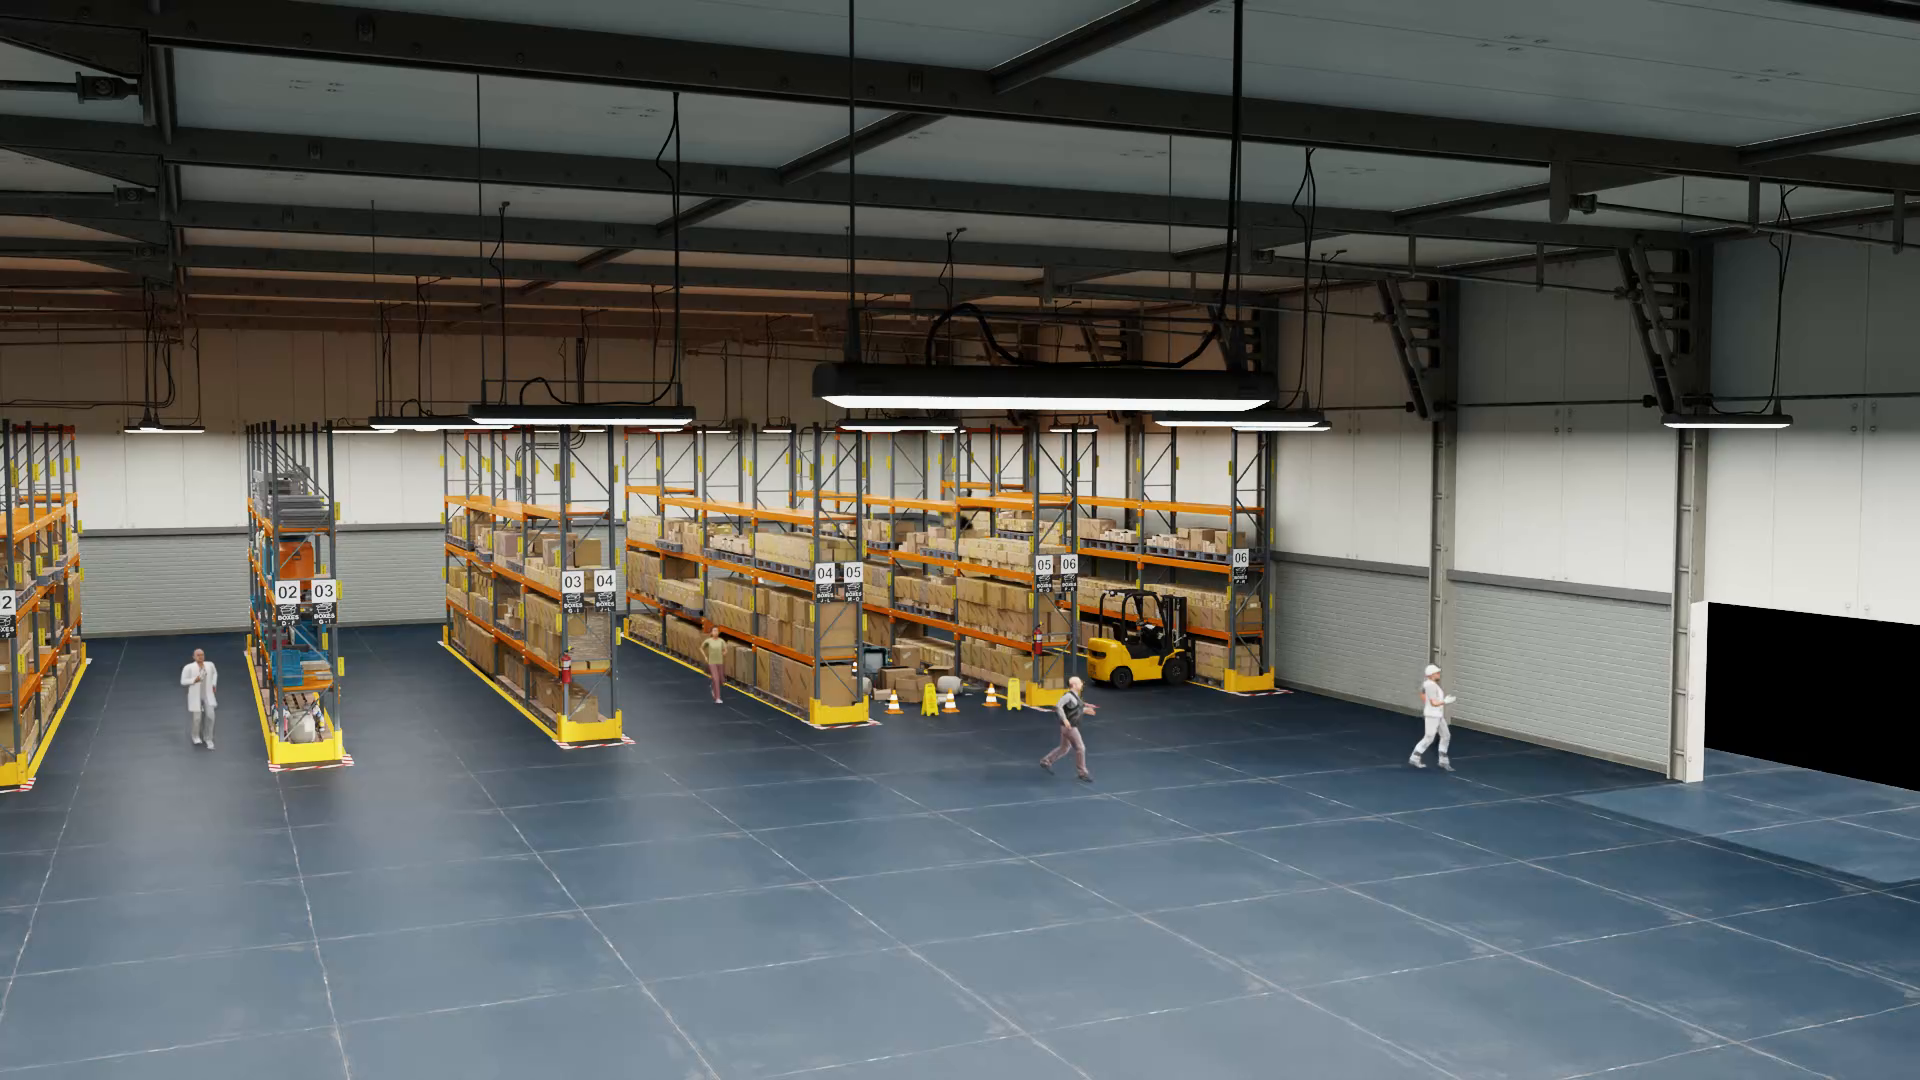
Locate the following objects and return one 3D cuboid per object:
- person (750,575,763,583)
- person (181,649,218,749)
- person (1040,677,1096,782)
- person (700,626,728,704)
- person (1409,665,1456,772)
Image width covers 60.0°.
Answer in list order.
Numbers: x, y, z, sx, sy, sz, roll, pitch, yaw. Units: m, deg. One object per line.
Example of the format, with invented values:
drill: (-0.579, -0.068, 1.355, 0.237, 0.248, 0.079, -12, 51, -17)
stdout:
person: (-6.275, 1.700, 50.660, 0.601, 1.708, 0.716, -1, 4, -17)
person: (-13.947, 2.922, 30.554, 0.686, 1.837, 0.806, -3, 5, -38)
person: (1.795, 3.132, 27.644, 0.953, 1.733, 0.617, 1, 4, 8)
person: (-5.268, 2.662, 35.751, 0.589, 1.641, 0.868, -2, 4, -27)
person: (8.058, 3.041, 28.326, 0.765, 1.832, 0.632, 1, 4, 23)
